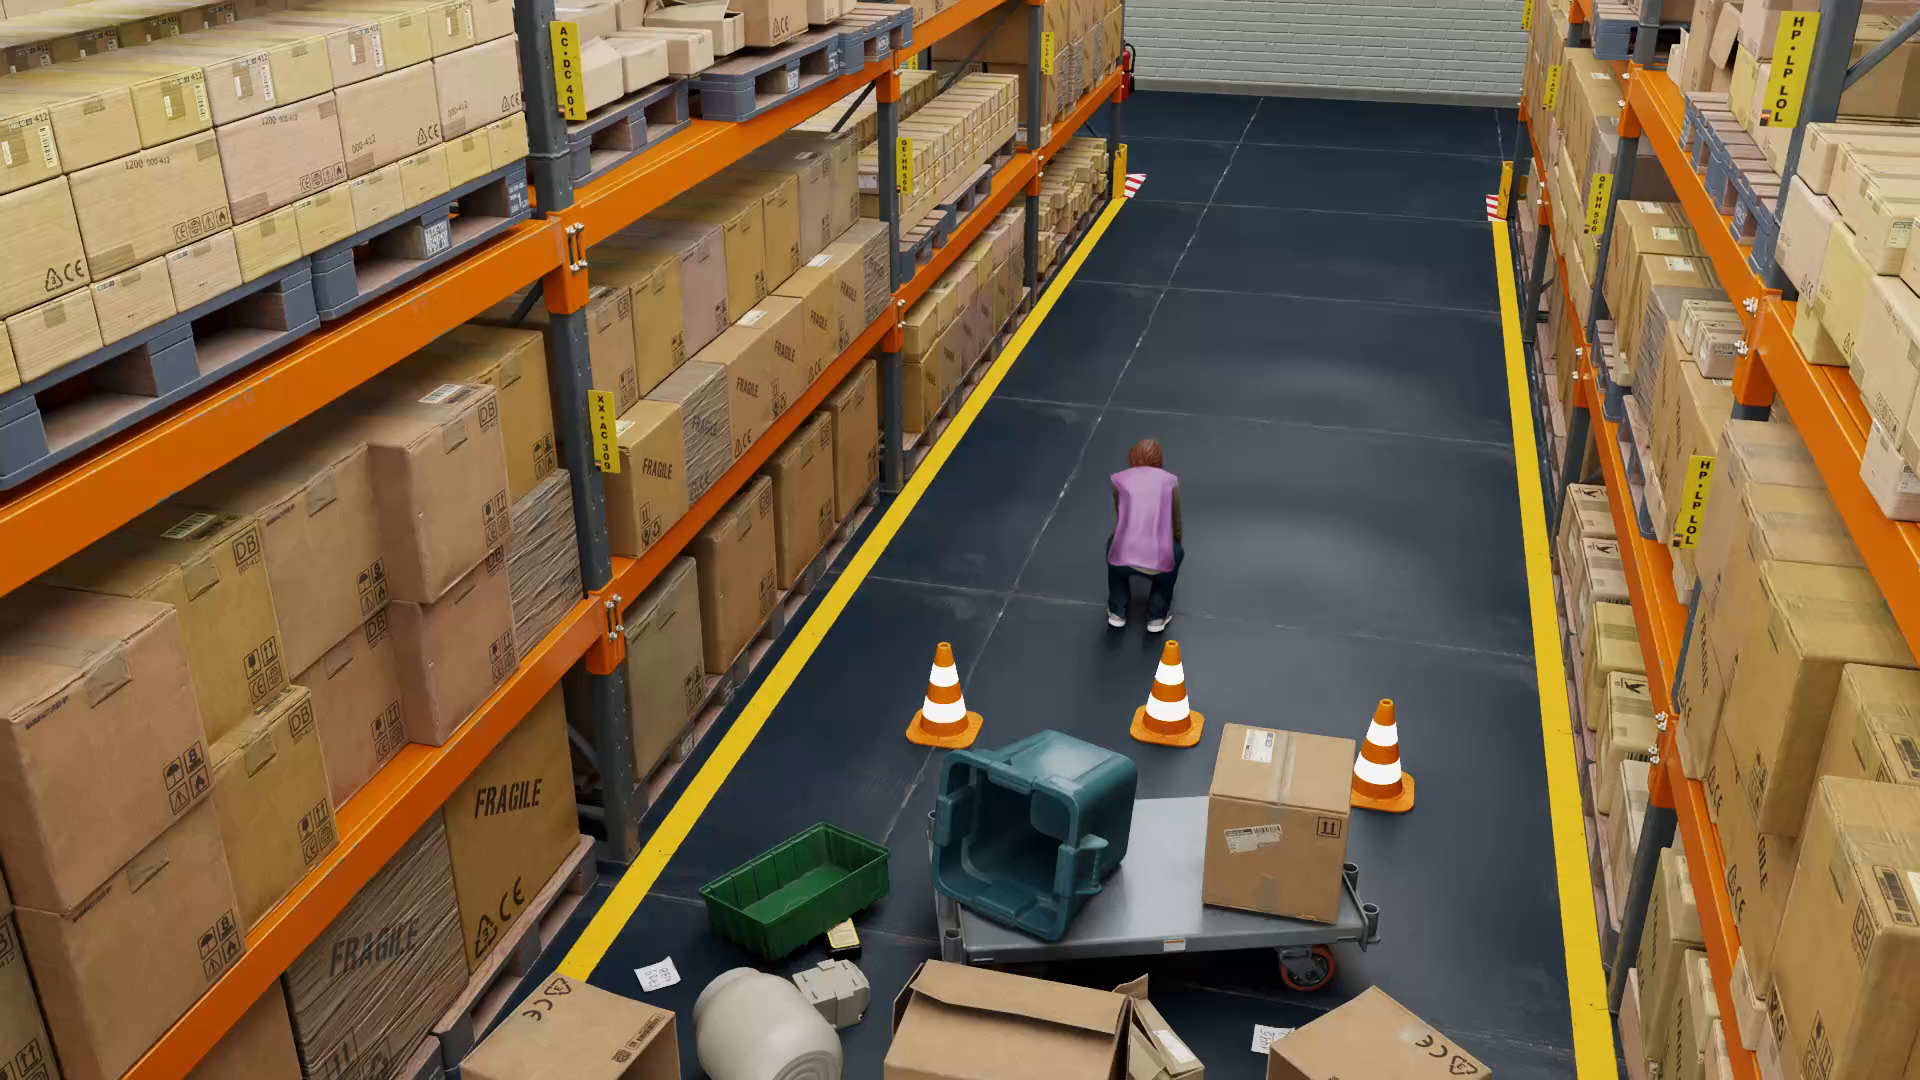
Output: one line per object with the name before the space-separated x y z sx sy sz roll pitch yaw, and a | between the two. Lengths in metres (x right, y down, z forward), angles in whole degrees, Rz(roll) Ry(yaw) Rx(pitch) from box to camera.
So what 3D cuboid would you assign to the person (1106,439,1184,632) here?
person | 0.999 -0.021 8.968 0.421 0.910 0.831 6 26 12
